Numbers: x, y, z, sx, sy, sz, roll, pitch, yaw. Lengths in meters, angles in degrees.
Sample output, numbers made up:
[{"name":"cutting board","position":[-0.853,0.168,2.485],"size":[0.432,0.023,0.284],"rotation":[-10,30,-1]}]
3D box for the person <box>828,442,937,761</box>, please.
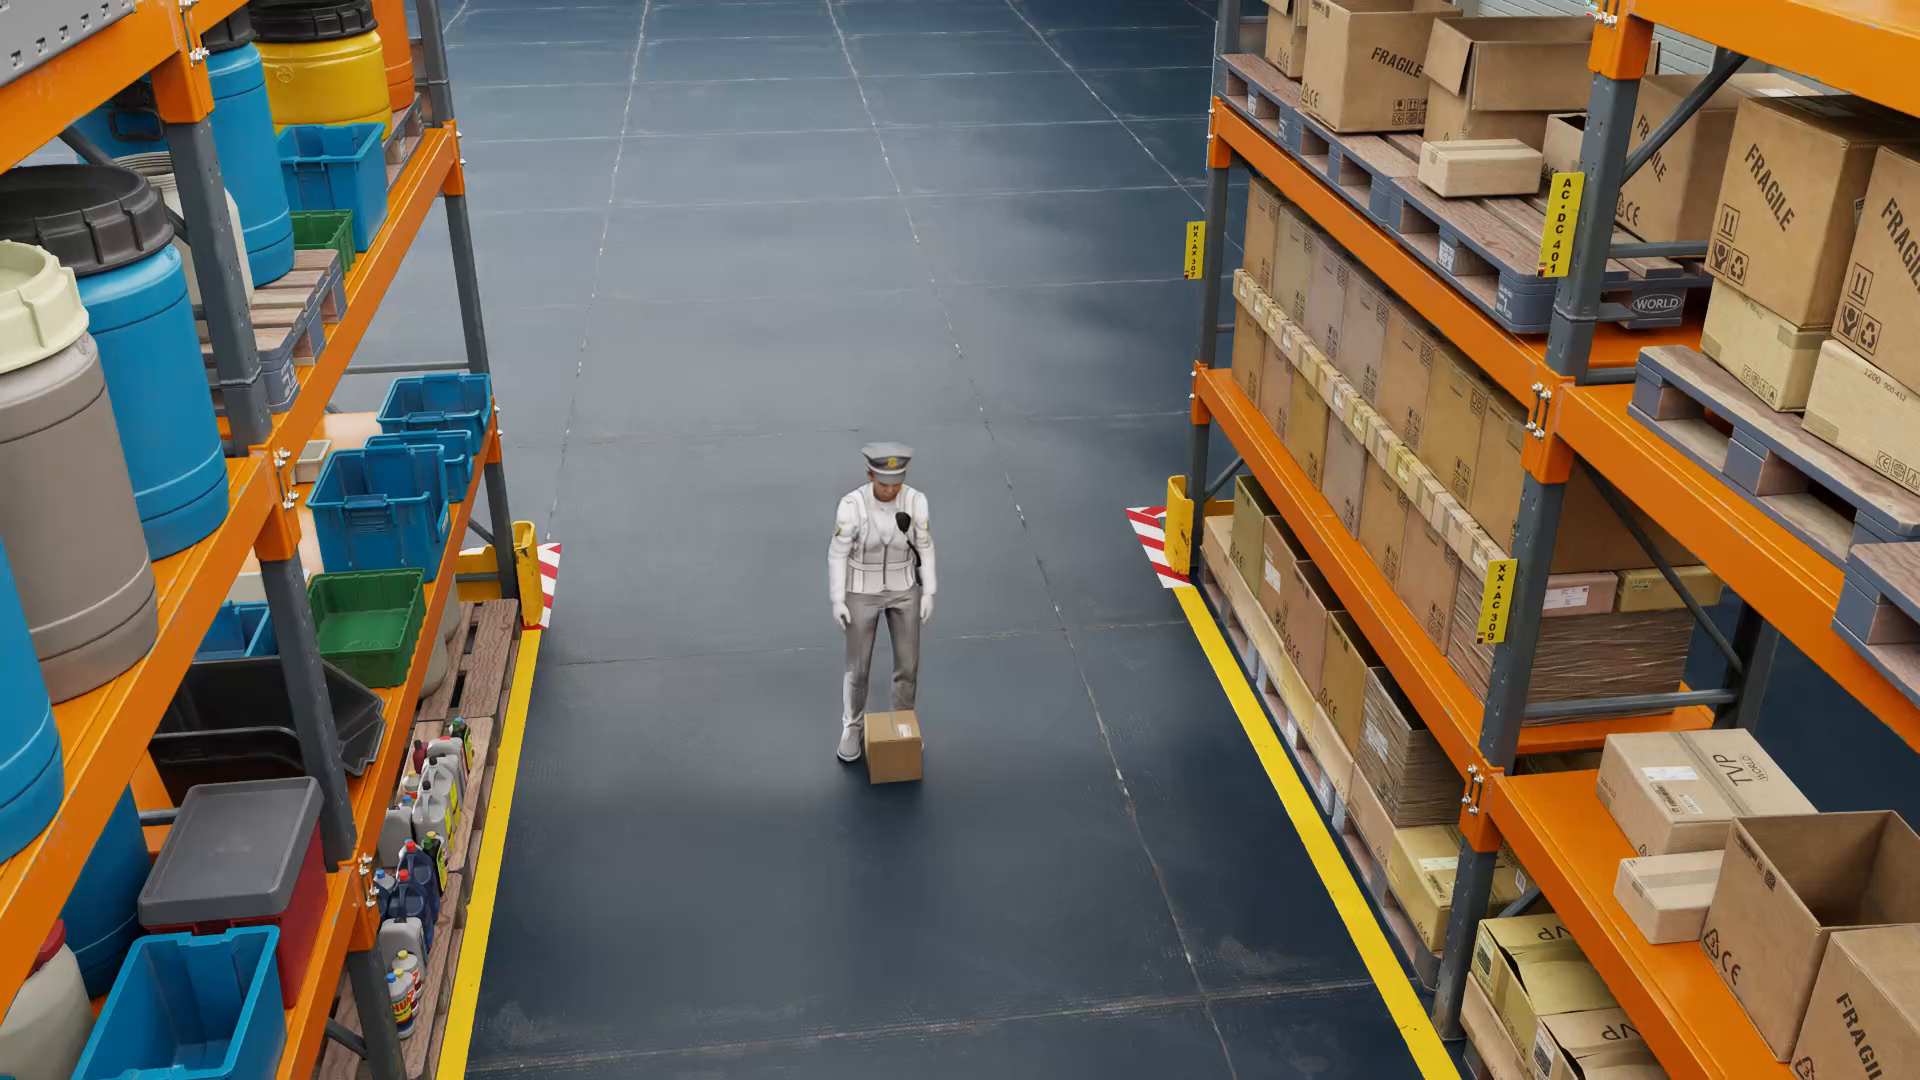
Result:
[{"name":"person","position":[-0.370,0.280,8.073],"size":[0.531,1.662,0.375],"rotation":[-5,28,-9]}]
